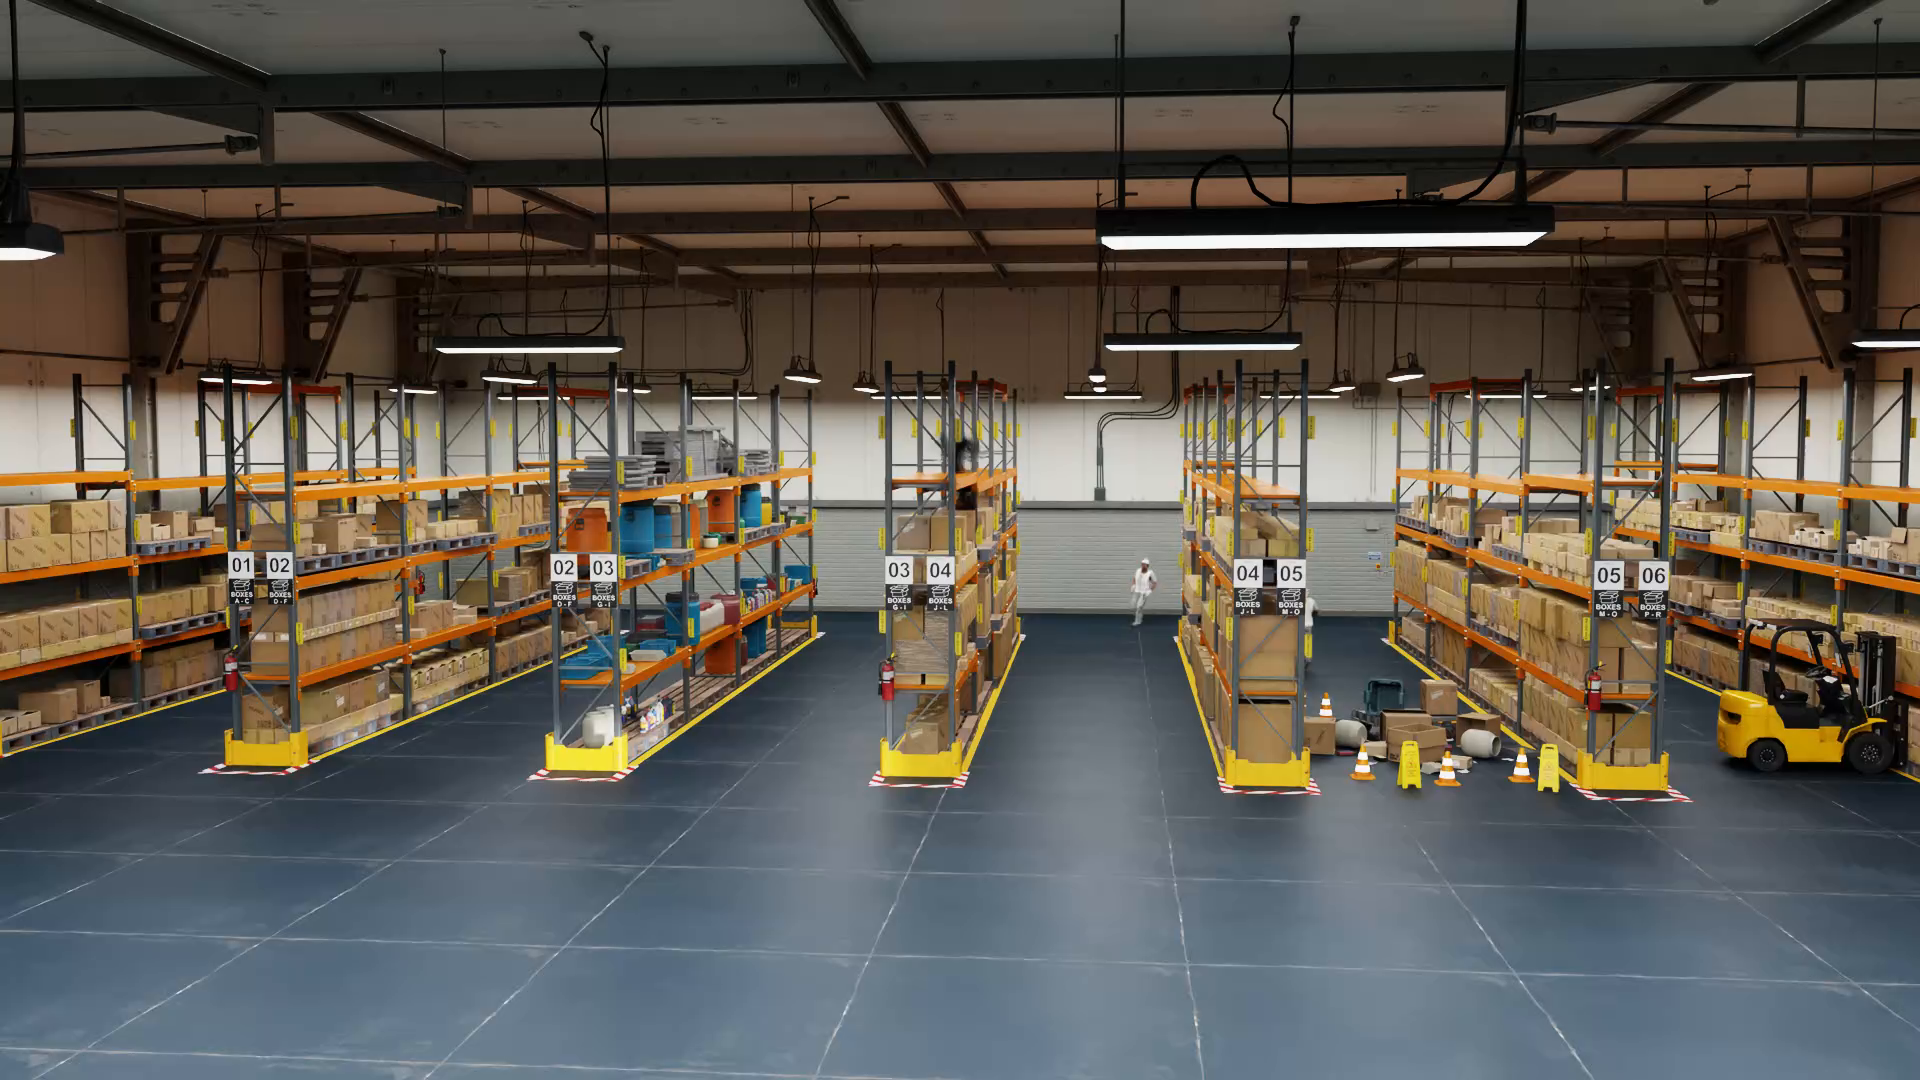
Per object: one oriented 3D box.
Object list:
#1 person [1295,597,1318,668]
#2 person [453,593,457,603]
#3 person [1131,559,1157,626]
[{"bbox_3d":[7.259,1.830,34.945,0.670,1.727,0.849,-1,4,-9],"label":"person"},{"bbox_3d":[-10.904,1.834,36.807,0.594,1.504,0.873,-1,4,-11],"label":"person"},{"bbox_3d":[4.716,1.352,42.543,0.729,1.742,0.597,3,5,34],"label":"person"}]
